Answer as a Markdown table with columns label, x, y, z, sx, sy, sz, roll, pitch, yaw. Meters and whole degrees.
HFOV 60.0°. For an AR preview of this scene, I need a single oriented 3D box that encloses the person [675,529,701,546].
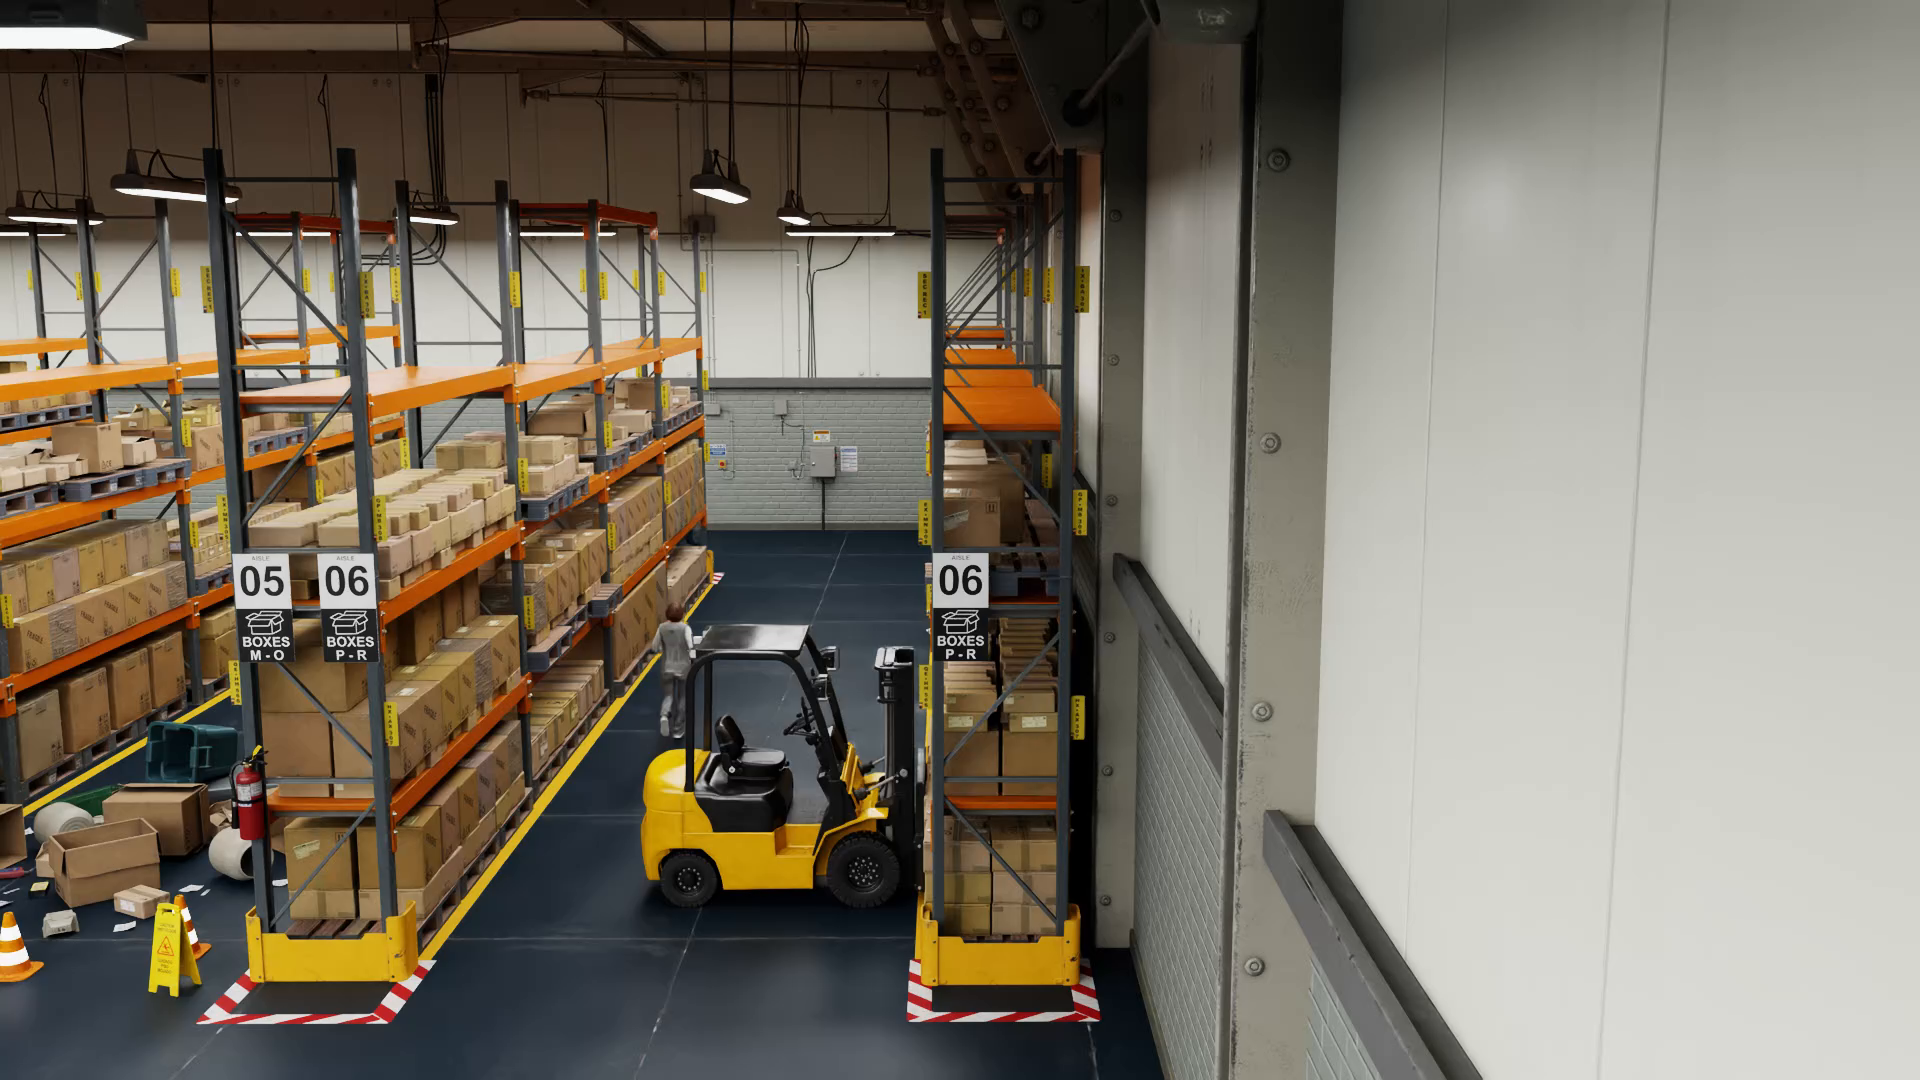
| label | x | y | z | sx | sy | sz | roll | pitch | yaw |
| --- | --- | --- | --- | --- | --- | --- | --- | --- | --- |
| person | -4.803 | -0.259 | 29.077 | 0.923 | 1.578 | 0.480 | 0 | 9 | 3 |

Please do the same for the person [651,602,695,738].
| label | x | y | z | sx | sy | sz | roll | pitch | yaw |
| --- | --- | --- | --- | --- | --- | --- | --- | --- | --- |
| person | -3.153 | 1.465 | 18.412 | 0.533 | 1.562 | 0.678 | 1 | 9 | 4 |
